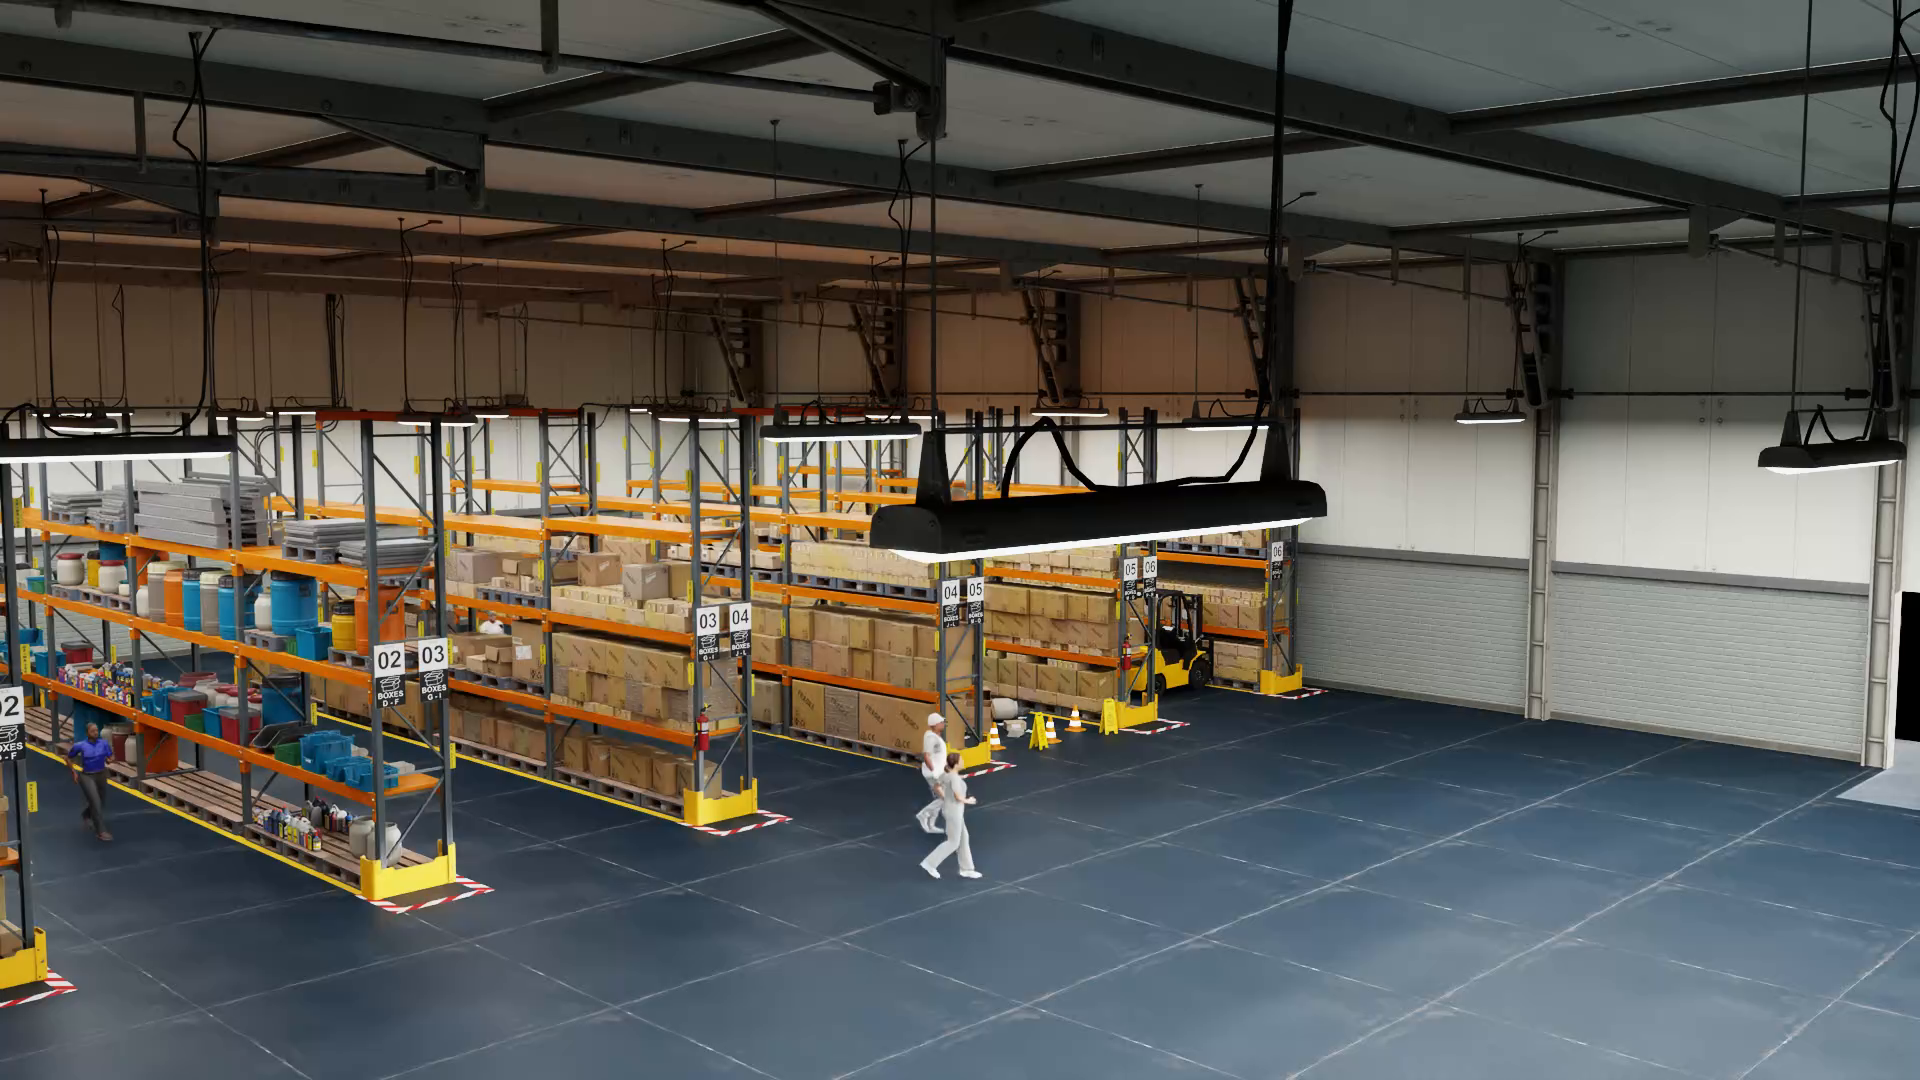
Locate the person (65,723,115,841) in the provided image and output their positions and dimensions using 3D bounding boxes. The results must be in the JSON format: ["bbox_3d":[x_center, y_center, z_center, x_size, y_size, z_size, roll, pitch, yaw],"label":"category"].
[{"bbox_3d":[-12.317,3.398,23.608,0.911,1.640,0.576,4,6,35],"label":"person"}]

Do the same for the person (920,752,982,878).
[{"bbox_3d":[-0.113,3.587,21.591,0.836,1.686,0.577,-1,5,-16],"label":"person"}]

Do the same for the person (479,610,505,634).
[{"bbox_3d":[-9.838,2.316,35.172,0.669,1.762,1.042,-4,6,-37],"label":"person"}]

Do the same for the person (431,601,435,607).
[{"bbox_3d":[-12.709,1.972,40.007,0.766,1.652,0.722,-3,6,-29],"label":"person"}]

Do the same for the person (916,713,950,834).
[{"bbox_3d":[-0.356,3.348,23.865,0.589,1.746,0.694,-1,5,-7],"label":"person"}]
